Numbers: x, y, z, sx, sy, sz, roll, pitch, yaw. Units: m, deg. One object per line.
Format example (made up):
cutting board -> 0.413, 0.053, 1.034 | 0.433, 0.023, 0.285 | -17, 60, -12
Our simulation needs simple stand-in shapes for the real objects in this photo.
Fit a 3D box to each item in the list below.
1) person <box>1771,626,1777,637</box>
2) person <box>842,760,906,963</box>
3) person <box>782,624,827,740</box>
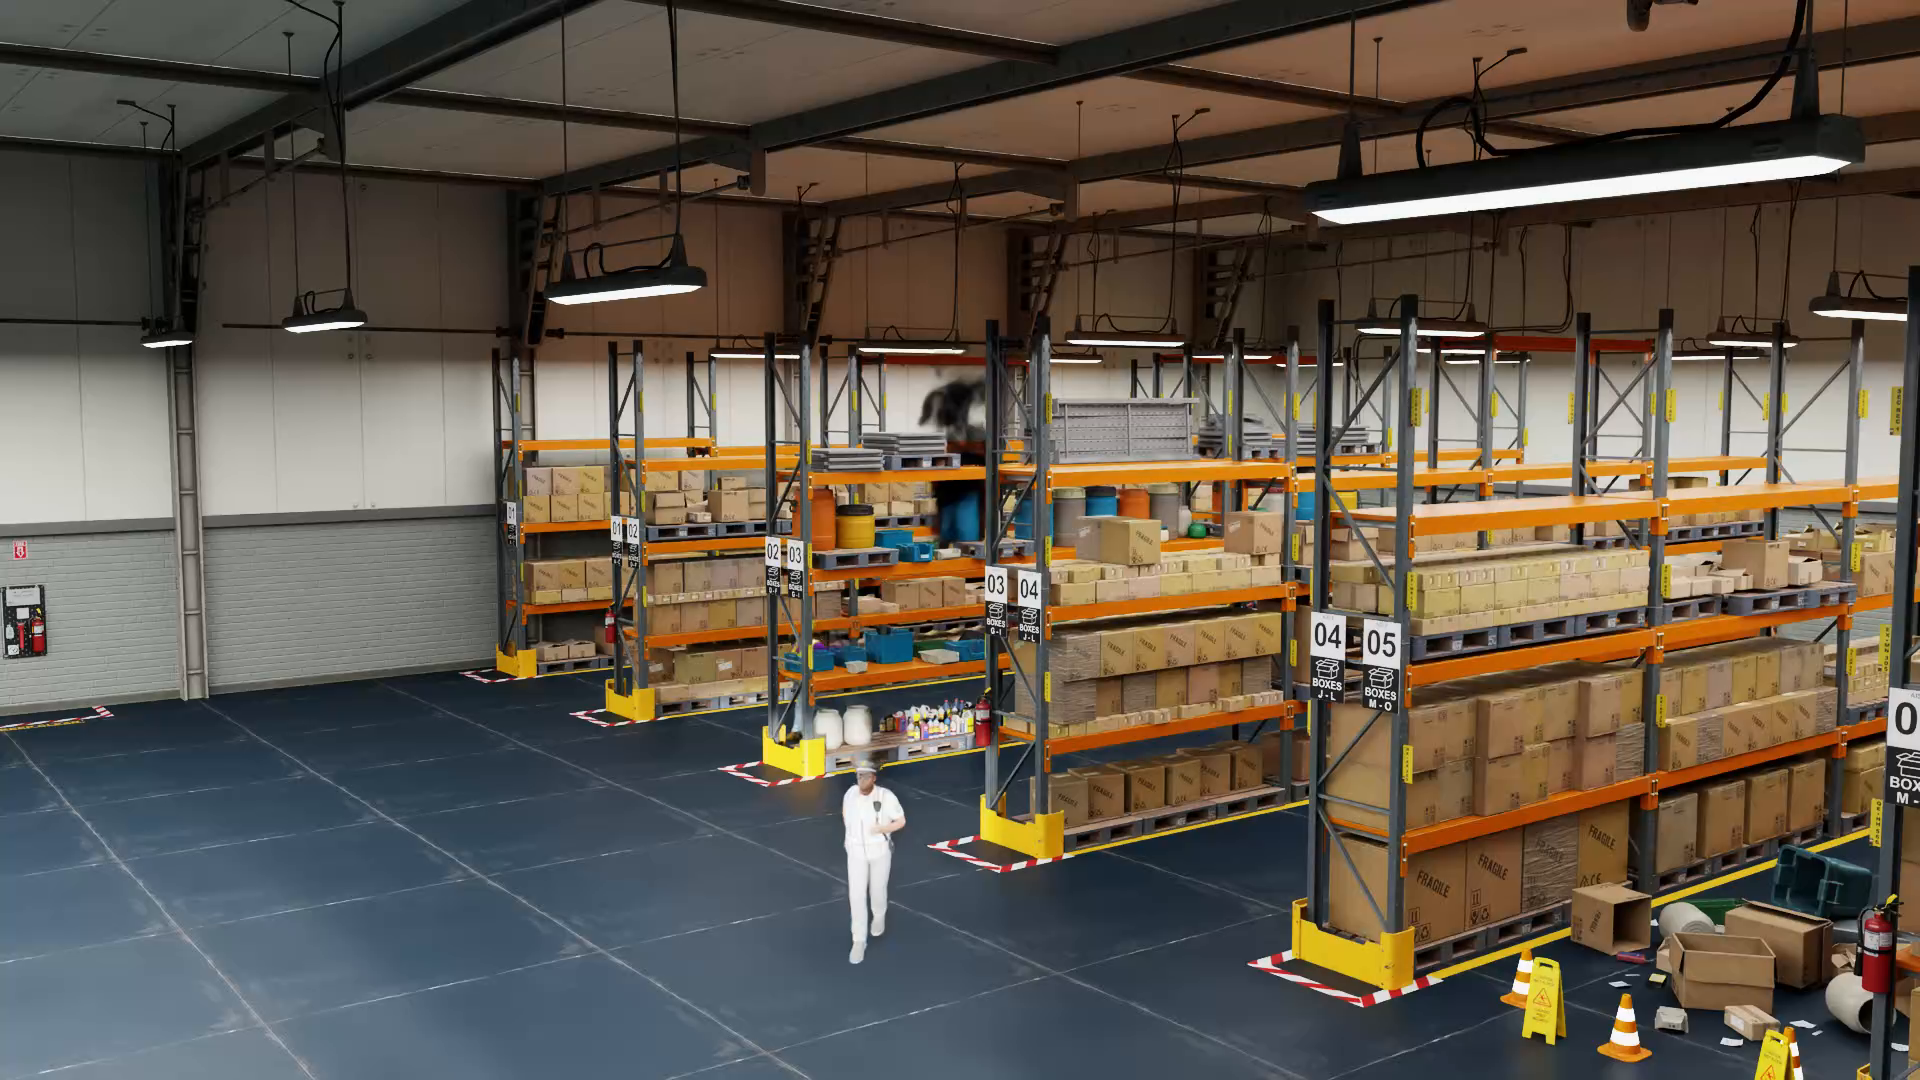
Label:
person -> 12.427, 2.108, 25.535 | 0.622, 1.643, 0.591 | -5, 7, -43
person -> -0.817, 2.922, 15.487 | 0.640, 1.818, 0.910 | 1, 5, 7
person -> -2.323, 2.081, 24.977 | 0.706, 1.745, 0.897 | 5, 7, 44
